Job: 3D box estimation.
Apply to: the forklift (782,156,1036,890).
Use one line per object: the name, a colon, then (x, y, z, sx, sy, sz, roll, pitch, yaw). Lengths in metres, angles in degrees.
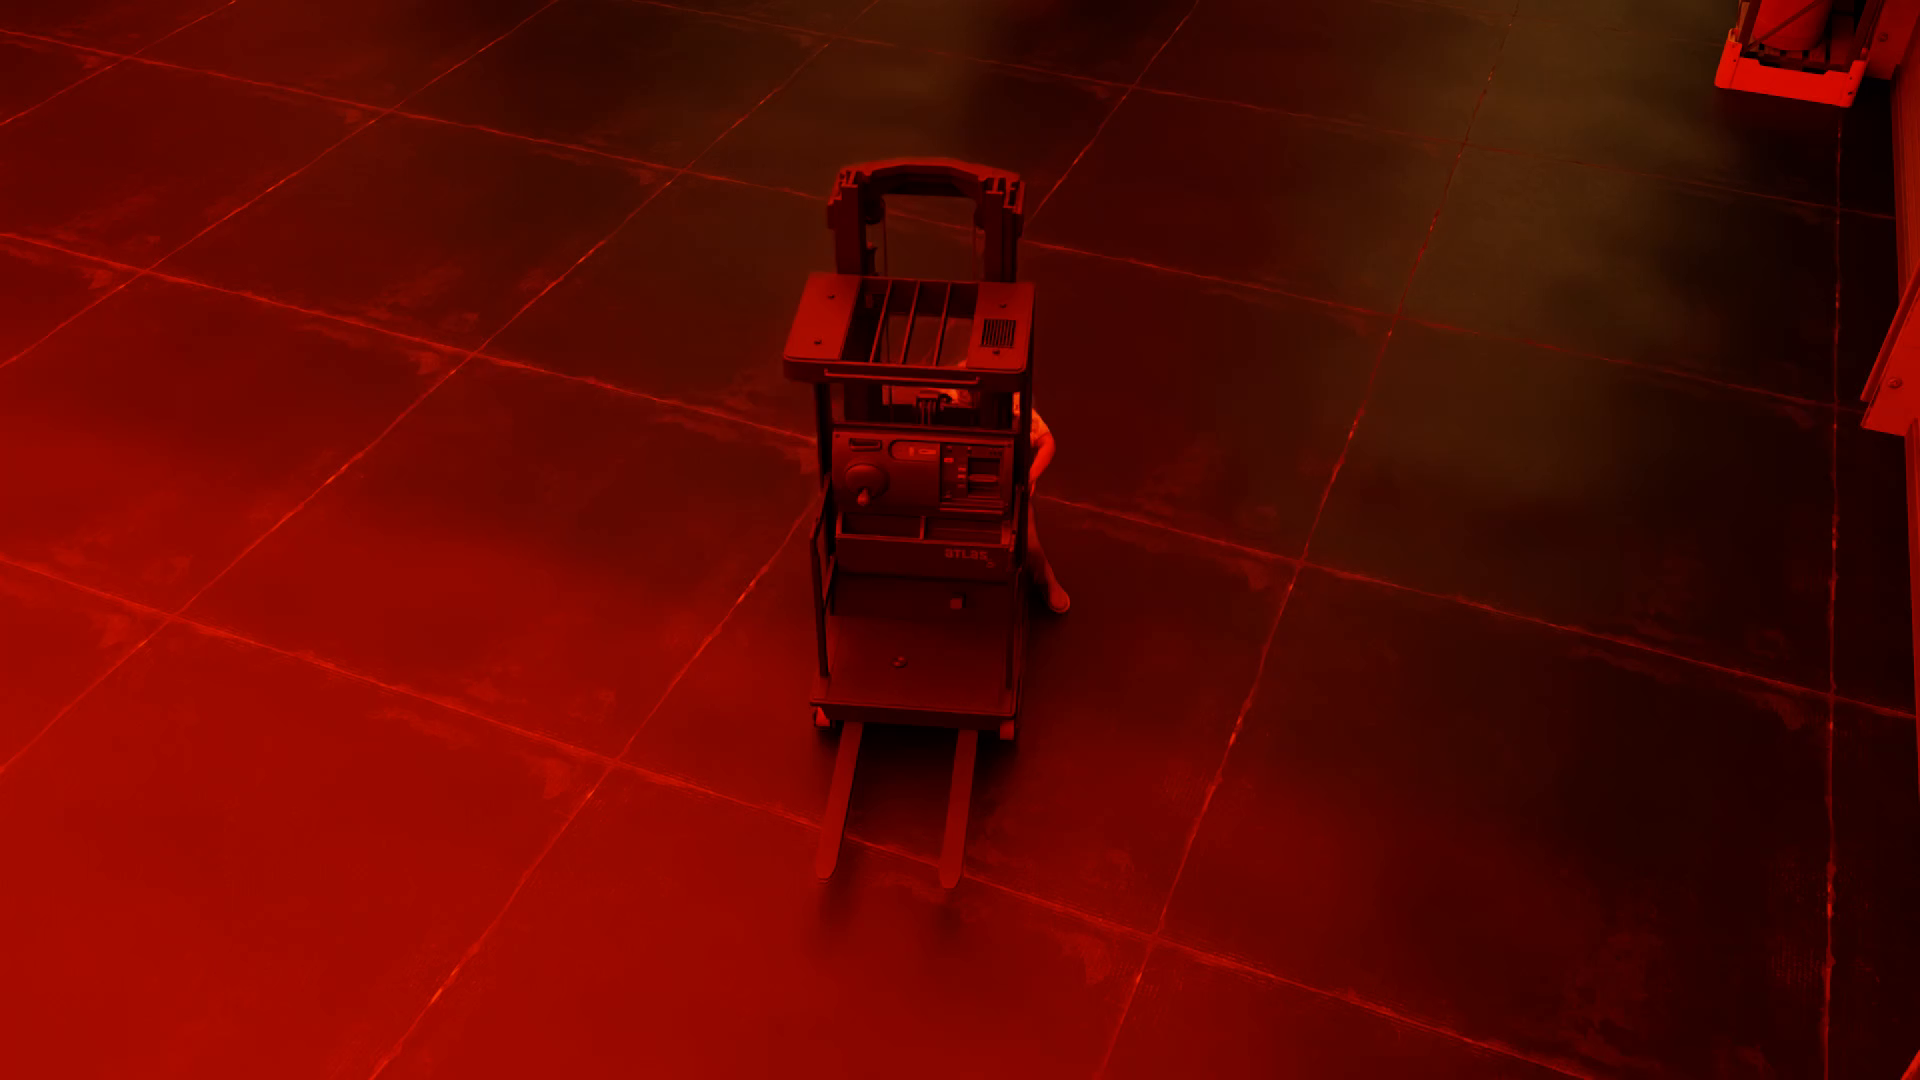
forklift: (-0.209, -0.272, 8.332, 1.130, 2.935, 3.031, 4, 40, 4)

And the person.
person: (0.120, -0.316, 9.478, 1.153, 1.520, 0.740, 24, 46, 26)
